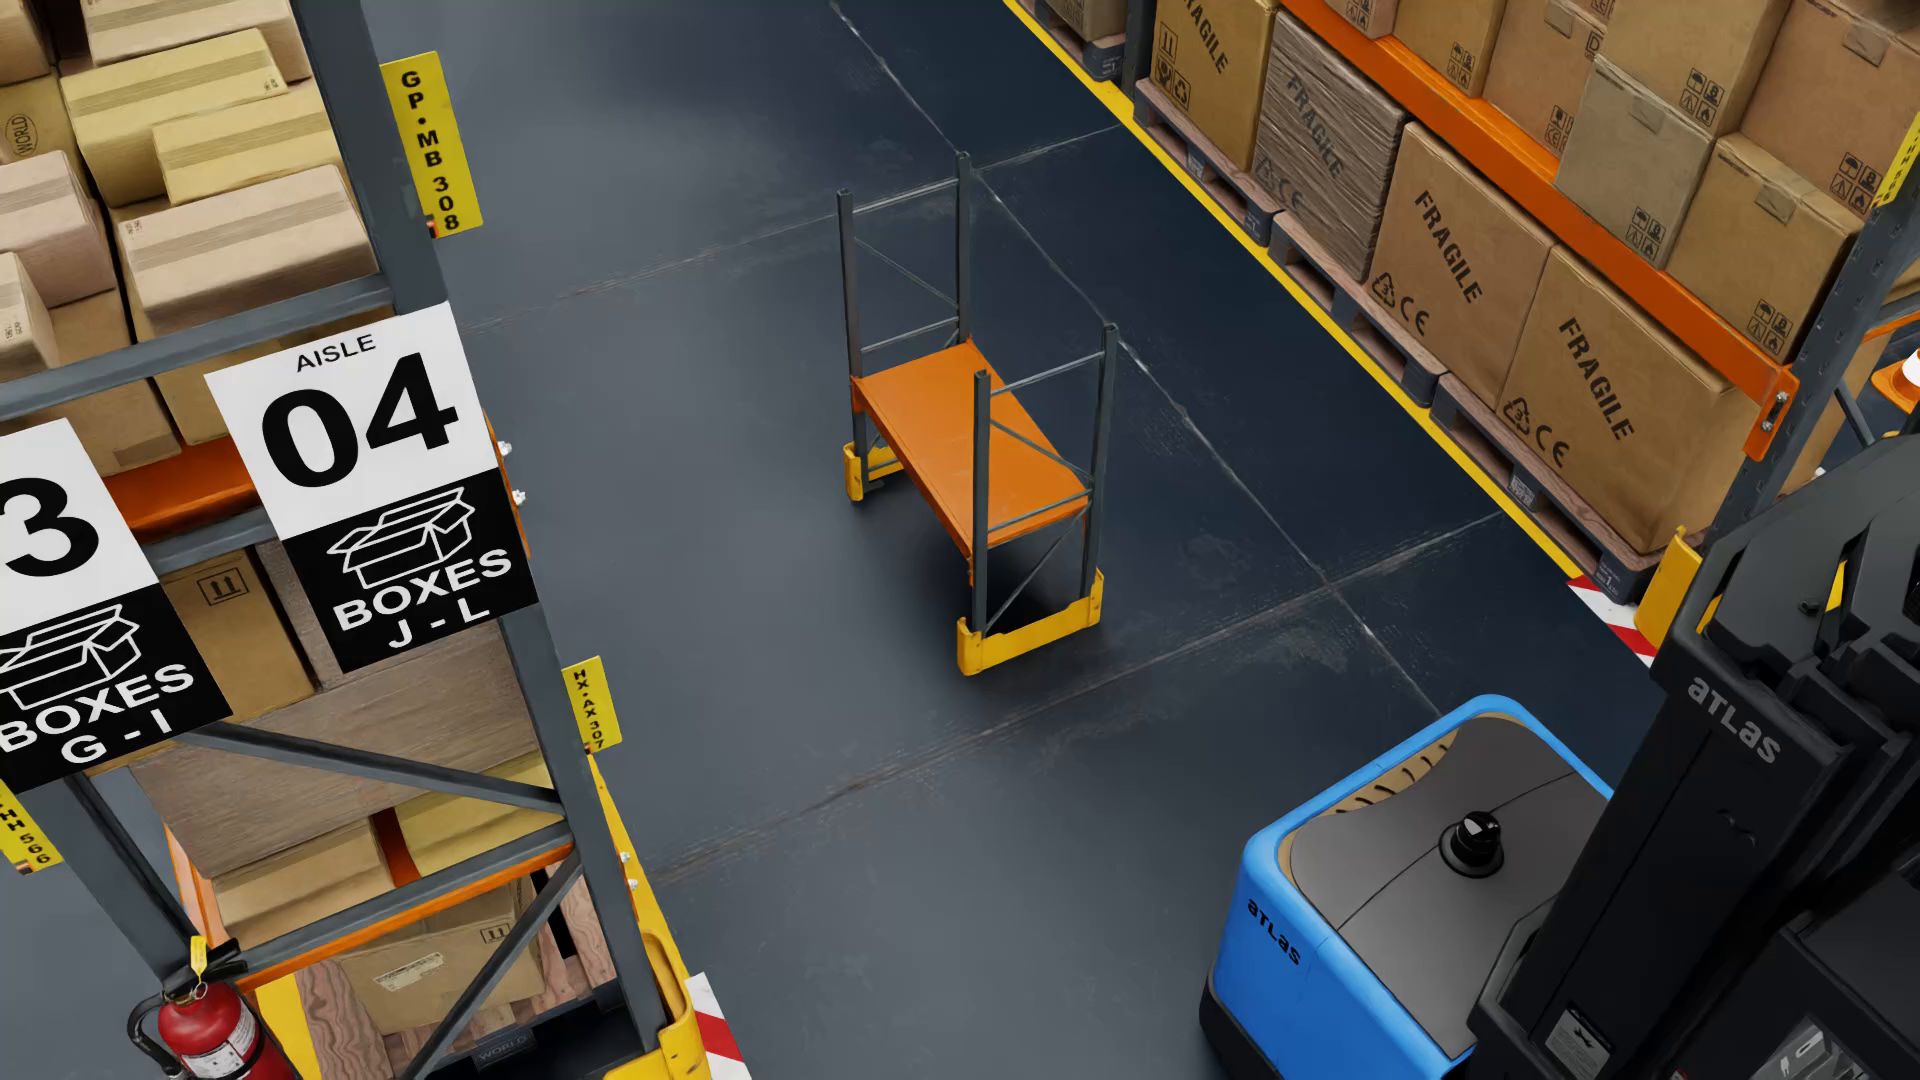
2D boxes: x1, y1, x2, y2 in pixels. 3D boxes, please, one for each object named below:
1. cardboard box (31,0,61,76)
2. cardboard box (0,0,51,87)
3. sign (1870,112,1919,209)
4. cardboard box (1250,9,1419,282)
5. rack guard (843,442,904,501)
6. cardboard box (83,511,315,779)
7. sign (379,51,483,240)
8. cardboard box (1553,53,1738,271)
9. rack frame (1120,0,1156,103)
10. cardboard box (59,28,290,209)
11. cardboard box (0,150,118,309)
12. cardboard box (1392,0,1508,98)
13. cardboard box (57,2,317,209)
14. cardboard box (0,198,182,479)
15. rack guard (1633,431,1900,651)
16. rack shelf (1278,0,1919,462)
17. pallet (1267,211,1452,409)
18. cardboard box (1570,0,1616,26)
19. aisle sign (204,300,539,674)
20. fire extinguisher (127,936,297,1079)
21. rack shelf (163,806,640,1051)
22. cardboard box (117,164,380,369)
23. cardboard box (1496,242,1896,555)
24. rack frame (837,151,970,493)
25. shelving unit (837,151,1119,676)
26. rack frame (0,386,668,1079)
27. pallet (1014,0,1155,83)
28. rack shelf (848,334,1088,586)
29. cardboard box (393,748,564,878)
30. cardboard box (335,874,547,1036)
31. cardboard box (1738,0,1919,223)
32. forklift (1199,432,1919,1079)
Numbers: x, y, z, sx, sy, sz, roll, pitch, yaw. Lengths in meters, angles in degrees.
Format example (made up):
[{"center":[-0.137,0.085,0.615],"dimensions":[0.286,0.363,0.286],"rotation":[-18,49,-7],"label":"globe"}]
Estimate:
[{"center":[-2.219,-1.003,3.634],"dimensions":[0.500,0.250,0.500],"rotation":[-20,52,-17],"label":"cardboard box"},{"center":[-2.095,-1.026,3.389],"dimensions":[0.380,0.149,0.250],"rotation":[-21,52,-17],"label":"cardboard box"},{"center":[2.653,-1.073,4.661],"dimensions":[0.100,0.325,0.005],"rotation":[-21,52,-18],"label":"sign"},{"center":[1.953,-1.860,7.409],"dimensions":[0.875,0.875,0.875],"rotation":[-21,52,-17],"label":"cardboard box"},{"center":[-0.193,-0.365,6.795],"dimensions":[0.587,0.250,0.087],"rotation":[-21,52,-18],"label":"rack guard"},{"center":[-1.786,0.107,3.628],"dimensions":[0.500,0.500,0.500],"rotation":[-21,52,-18],"label":"cardboard box"},{"center":[-0.832,-0.612,2.612],"dimensions":[0.100,0.325,0.005],"rotation":[-21,52,-18],"label":"sign"},{"center":[2.661,-1.434,5.804],"dimensions":[0.875,0.550,0.550],"rotation":[-21,52,-18],"label":"cardboard box"},{"center":[1.311,-3.468,7.683],"dimensions":[1.000,3.000,0.127],"rotation":[-21,52,-18],"label":"rack frame"},{"center":[-1.493,-0.817,3.206],"dimensions":[0.380,0.149,0.250],"rotation":[-22,52,-18],"label":"cardboard box"},{"center":[-1.734,-0.513,2.940],"dimensions":[0.380,0.149,0.250],"rotation":[-23,53,-19],"label":"cardboard box"},{"center":[2.237,-2.192,6.468],"dimensions":[0.875,0.550,0.500],"rotation":[-21,52,-18],"label":"cardboard box"},{"center":[-1.547,-0.843,3.494],"dimensions":[0.500,0.250,0.500],"rotation":[-22,52,-18],"label":"cardboard box"},{"center":[-1.761,-0.324,3.040],"dimensions":[0.500,0.250,0.500],"rotation":[-20,52,-17],"label":"cardboard box"},{"center":[3.153,0.048,6.269],"dimensions":[1.175,0.500,0.348],"rotation":[-21,52,-18],"label":"rack guard"},{"center":[2.227,-1.893,6.783],"dimensions":[1.077,0.370,4.000],"rotation":[-21,52,-18],"label":"rack shelf"},{"center":[2.152,-1.197,7.549],"dimensions":[1.003,0.211,1.213],"rotation":[-21,52,-18],"label":"pallet"},{"center":[2.537,-2.216,5.771],"dimensions":[0.875,0.550,0.550],"rotation":[-21,52,-18],"label":"cardboard box"},{"center":[-1.020,-0.068,2.982],"dimensions":[0.394,0.787,0.004],"rotation":[-21,52,-18],"label":"aisle sign"},{"center":[-1.672,1.111,3.730],"dimensions":[0.296,0.674,0.183],"rotation":[-21,52,-18],"label":"fire extinguisher"},{"center":[-2.230,-0.252,5.348],"dimensions":[1.077,0.370,4.000],"rotation":[-21,52,-18],"label":"rack shelf"},{"center":[-1.235,-0.484,2.915],"dimensions":[0.380,0.149,0.250],"rotation":[-22,52,-18],"label":"cardboard box"},{"center":[2.773,-0.661,6.360],"dimensions":[0.875,0.875,0.875],"rotation":[-21,52,-17],"label":"cardboard box"},{"center":[-0.194,-0.777,6.326],"dimensions":[0.500,1.500,0.032],"rotation":[-21,52,-18],"label":"rack frame"},{"center":[0.035,-0.443,6.033],"dimensions":[0.587,1.500,1.083],"rotation":[-21,52,-18],"label":"shelving unit"},{"center":[-1.315,0.850,3.907],"dimensions":[1.000,3.000,0.127],"rotation":[-21,52,-18],"label":"rack frame"},{"center":[0.891,-3.041,9.162],"dimensions":[1.003,0.211,1.213],"rotation":[-21,52,-18],"label":"pallet"},{"center":[0.039,-0.318,6.164],"dimensions":[0.538,0.185,1.000],"rotation":[-21,52,-18],"label":"rack shelf"},{"center":[-1.233,0.660,4.240],"dimensions":[0.380,0.149,0.250],"rotation":[-21,52,-18],"label":"cardboard box"},{"center":[-1.586,1.111,5.060],"dimensions":[0.500,0.500,0.500],"rotation":[-13,50,-11],"label":"cardboard box"},{"center":[3.006,-1.458,5.108],"dimensions":[0.875,0.550,0.550],"rotation":[-21,52,-18],"label":"cardboard box"},{"center":[1.983,1.294,3.564],"dimensions":[1.130,2.935,3.031],"rotation":[-26,54,-21],"label":"forklift"}]
